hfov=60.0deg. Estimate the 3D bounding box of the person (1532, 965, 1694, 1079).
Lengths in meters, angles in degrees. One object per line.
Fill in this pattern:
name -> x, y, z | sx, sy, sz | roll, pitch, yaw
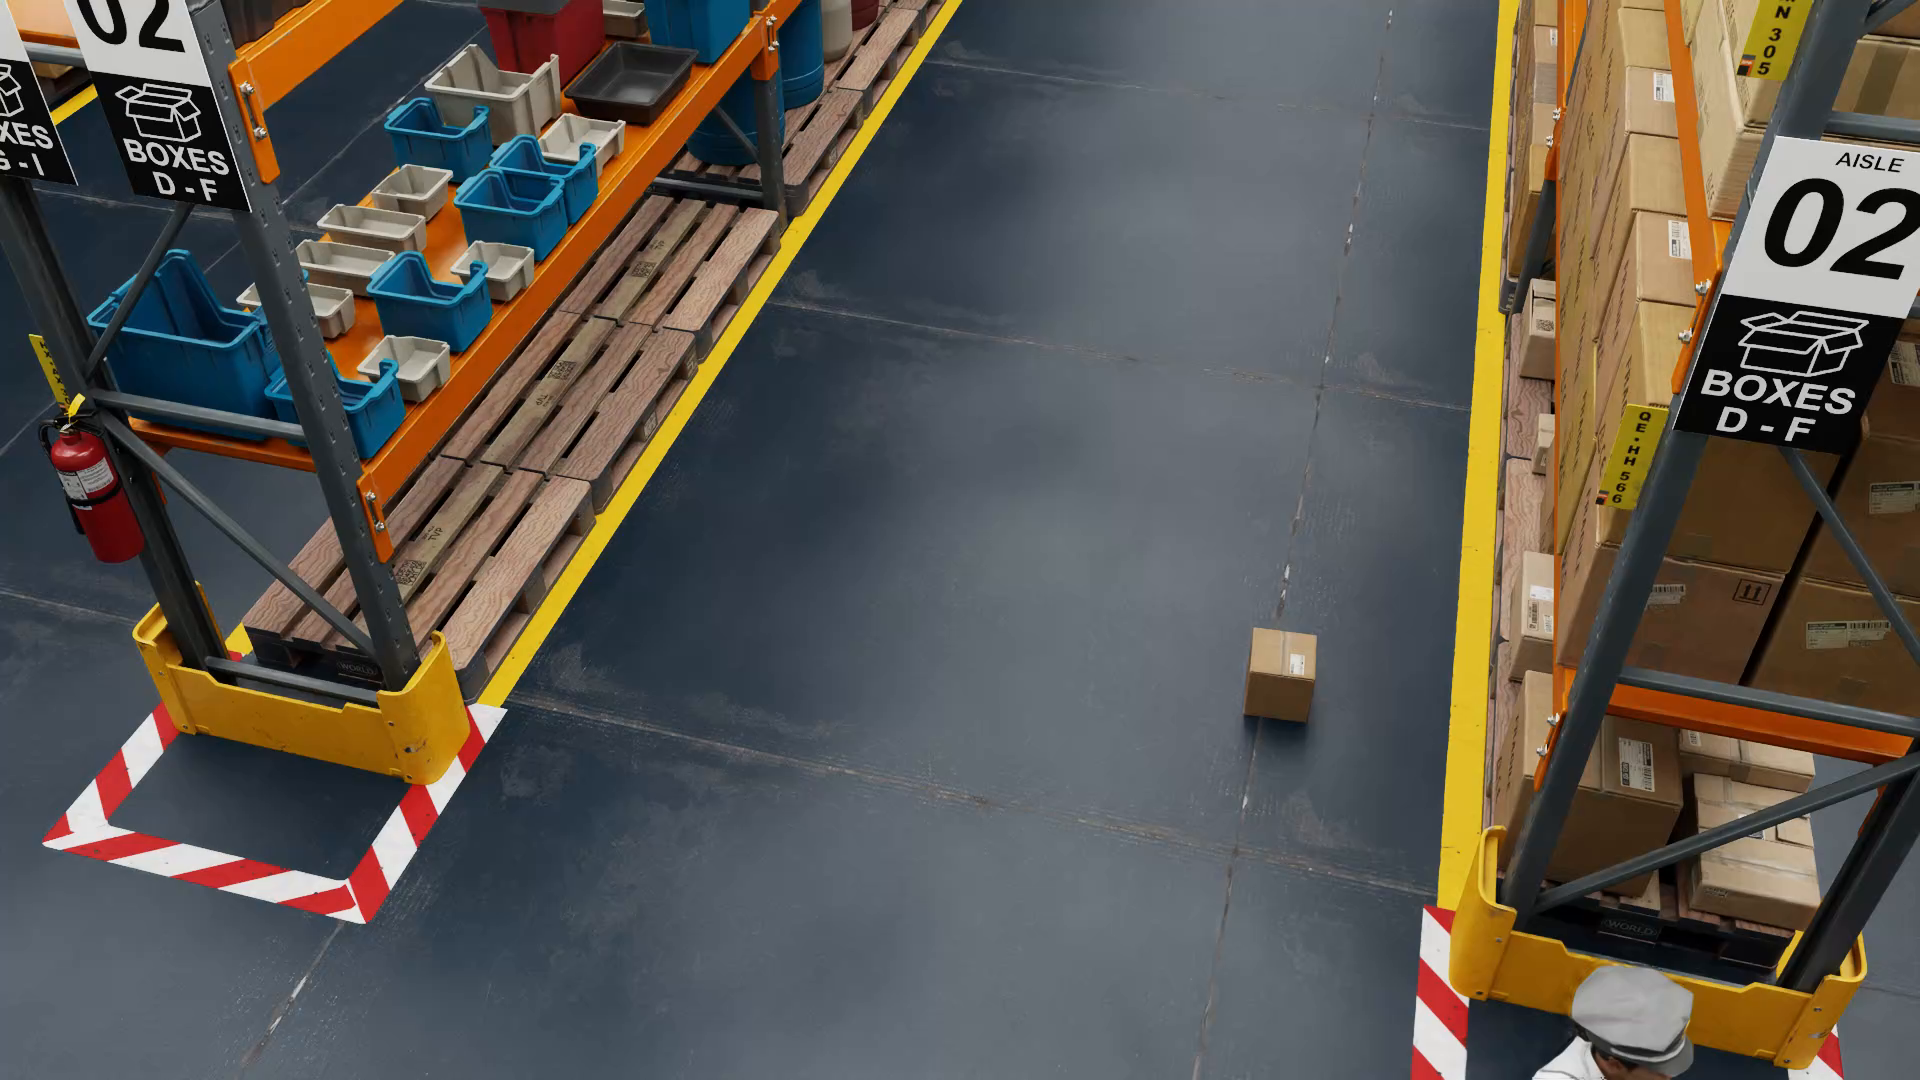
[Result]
person -> 1.517, 1.653, 4.214 | 0.513, 1.679, 0.418 | -31, 50, -30
